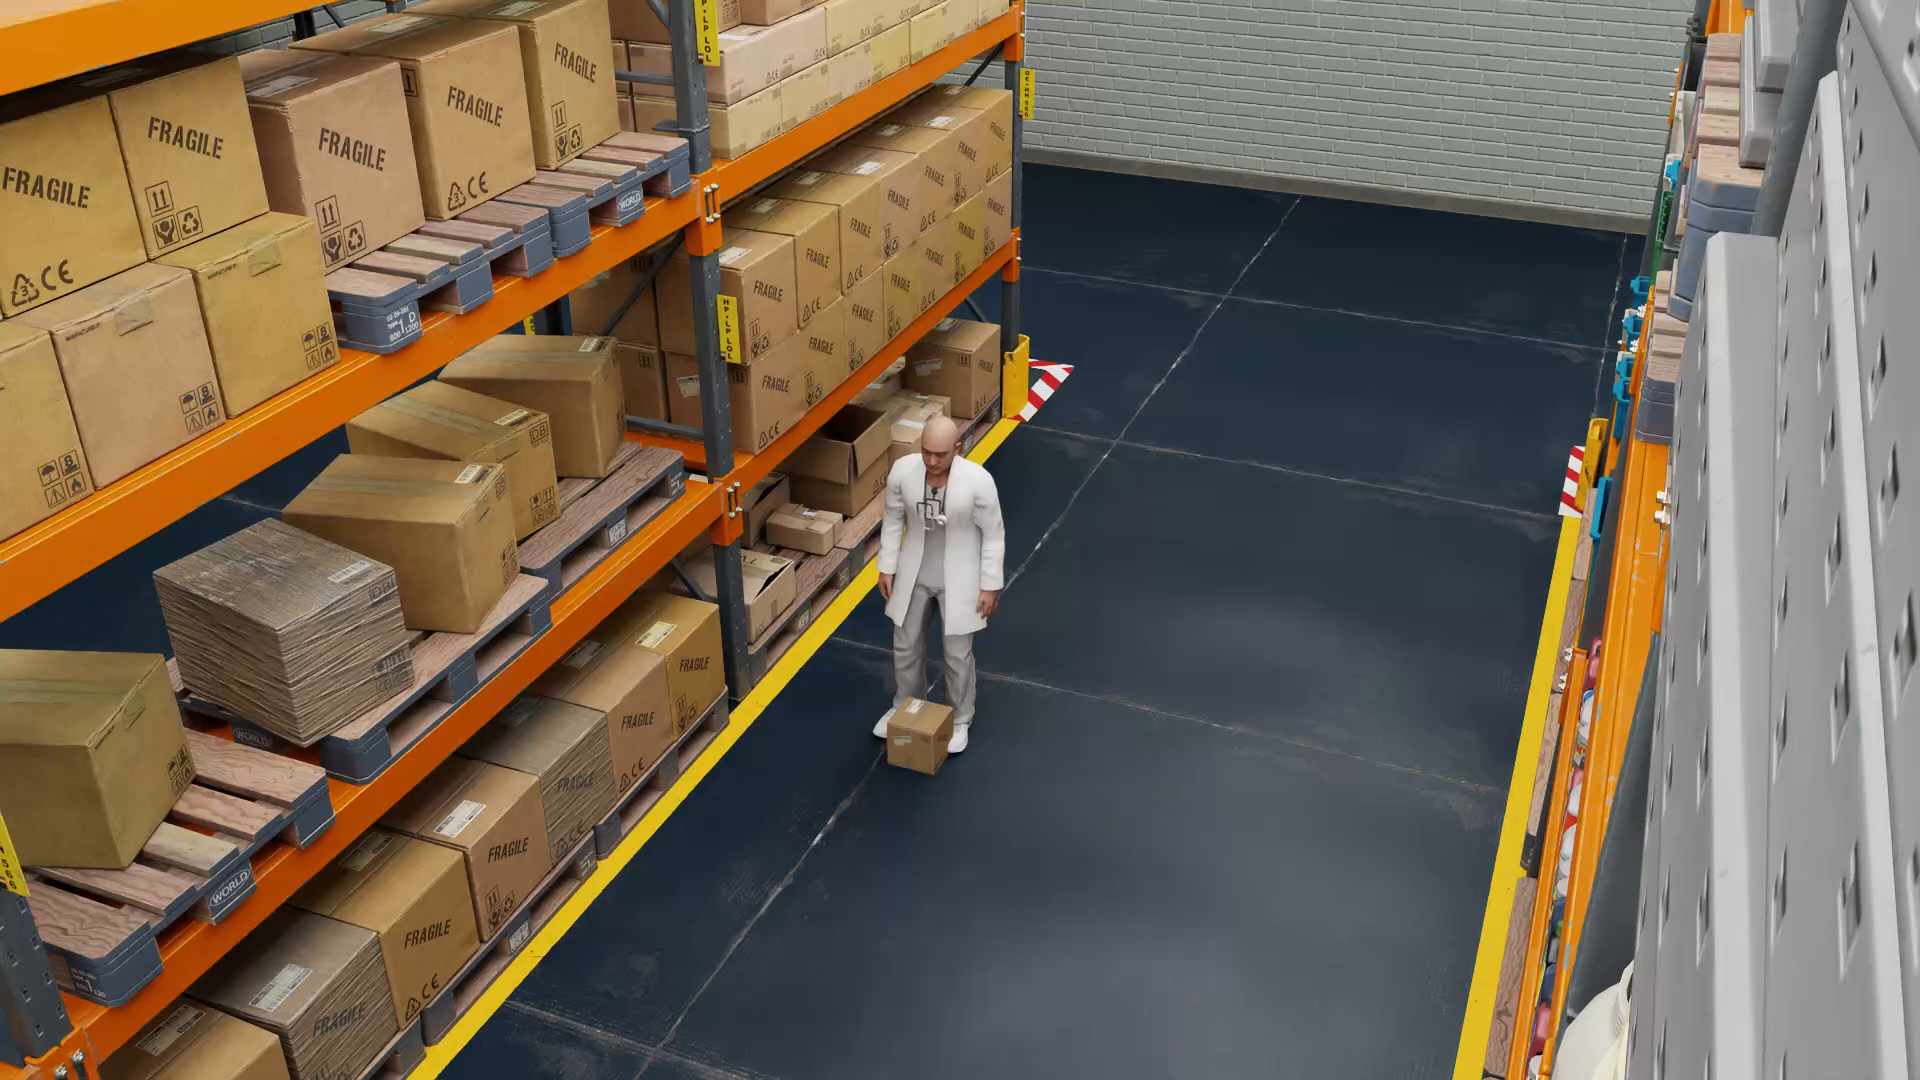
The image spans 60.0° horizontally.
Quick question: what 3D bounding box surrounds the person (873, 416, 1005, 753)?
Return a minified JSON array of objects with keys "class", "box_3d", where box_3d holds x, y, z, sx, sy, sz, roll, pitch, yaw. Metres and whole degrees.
[{"class":"person","box_3d":[-0.101,0.195,8.073,0.649,1.773,0.429,9,31,16]}]
